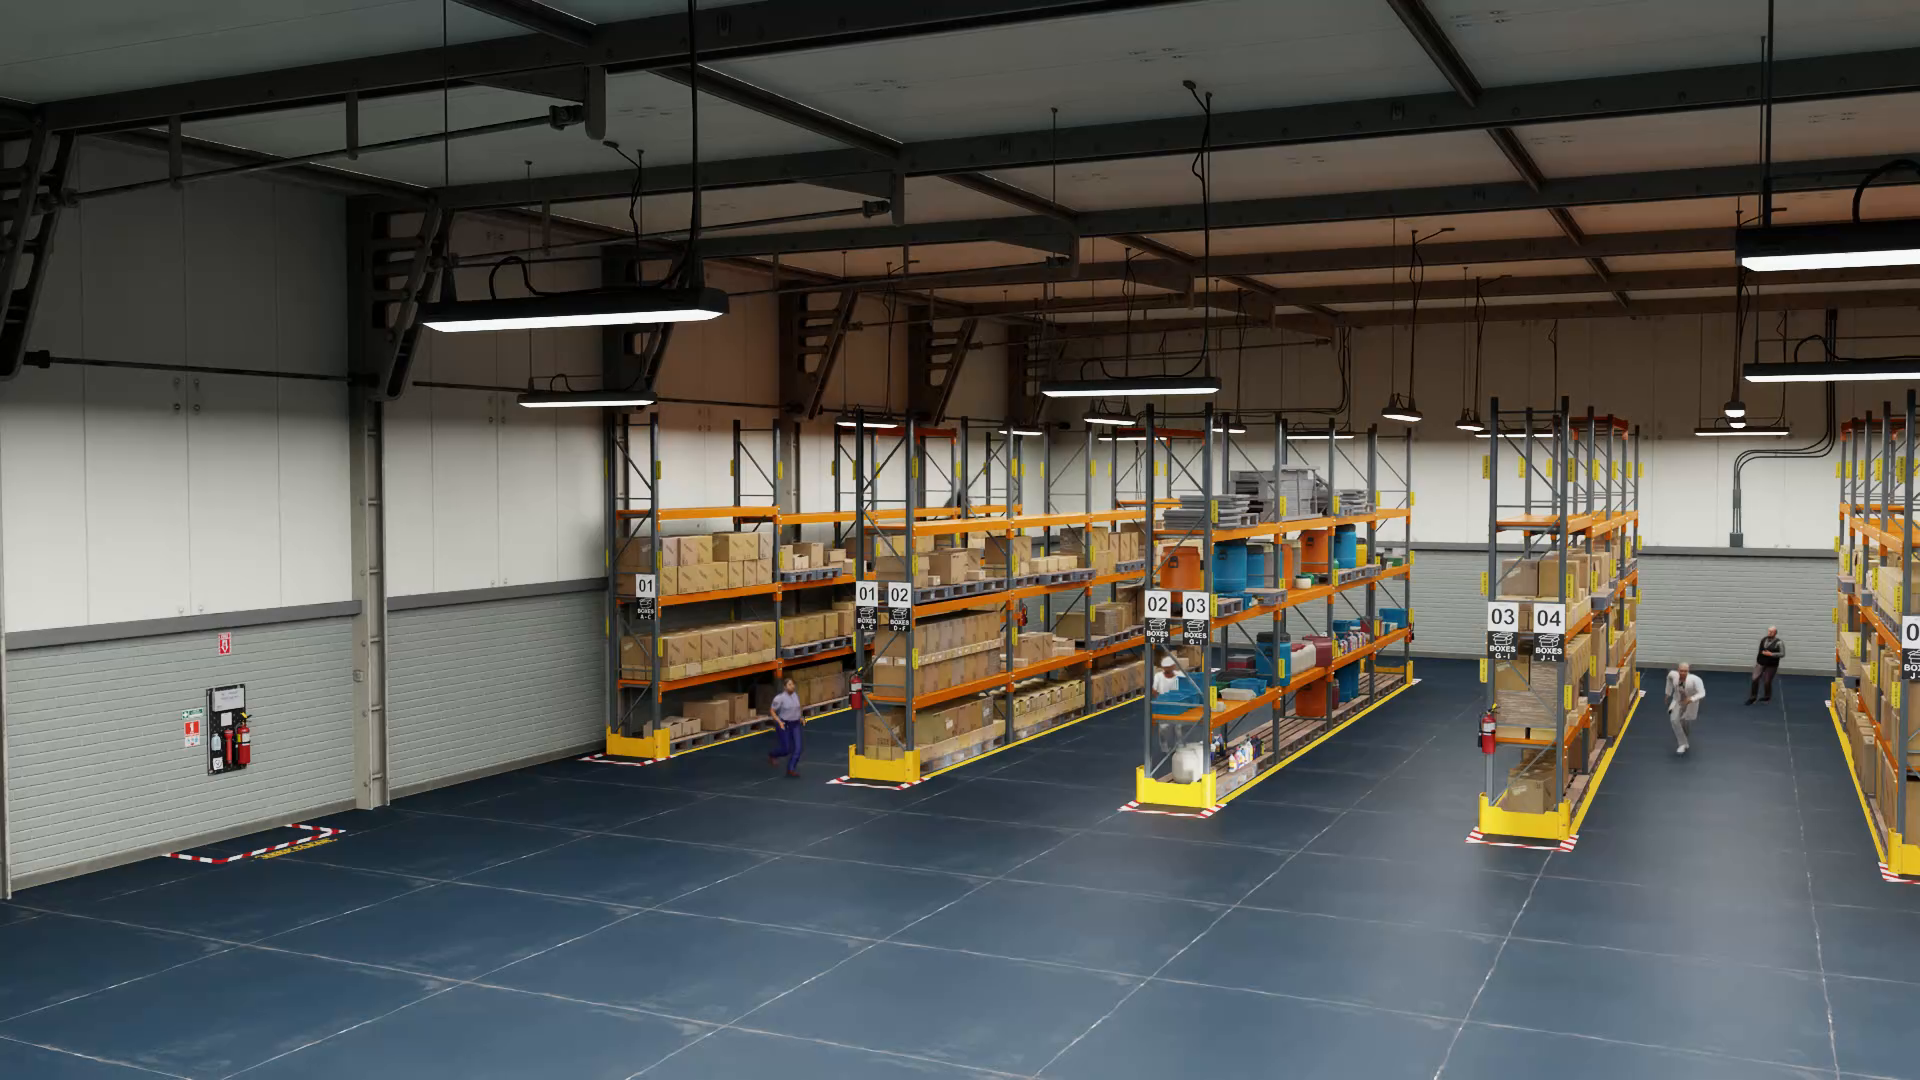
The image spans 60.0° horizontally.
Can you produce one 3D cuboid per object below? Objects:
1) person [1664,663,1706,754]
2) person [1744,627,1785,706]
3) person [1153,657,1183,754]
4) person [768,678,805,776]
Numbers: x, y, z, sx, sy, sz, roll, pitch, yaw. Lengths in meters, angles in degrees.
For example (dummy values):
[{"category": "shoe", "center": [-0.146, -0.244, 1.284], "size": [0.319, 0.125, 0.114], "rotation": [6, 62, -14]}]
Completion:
[{"category": "person", "center": [12.949, 2.947, 29.642], "size": [0.709, 1.613, 1.121], "rotation": [2, 3, 32]}, {"category": "person", "center": [17.188, 2.686, 35.336], "size": [0.720, 1.720, 0.745], "rotation": [-2, 3, -41]}, {"category": "person", "center": [3.695, 2.909, 29.300], "size": [0.652, 1.730, 0.594], "rotation": [0, 2, -5]}, {"category": "person", "center": [-2.852, 3.063, 27.299], "size": [0.616, 1.600, 0.649], "rotation": [-2, 3, -43]}]
